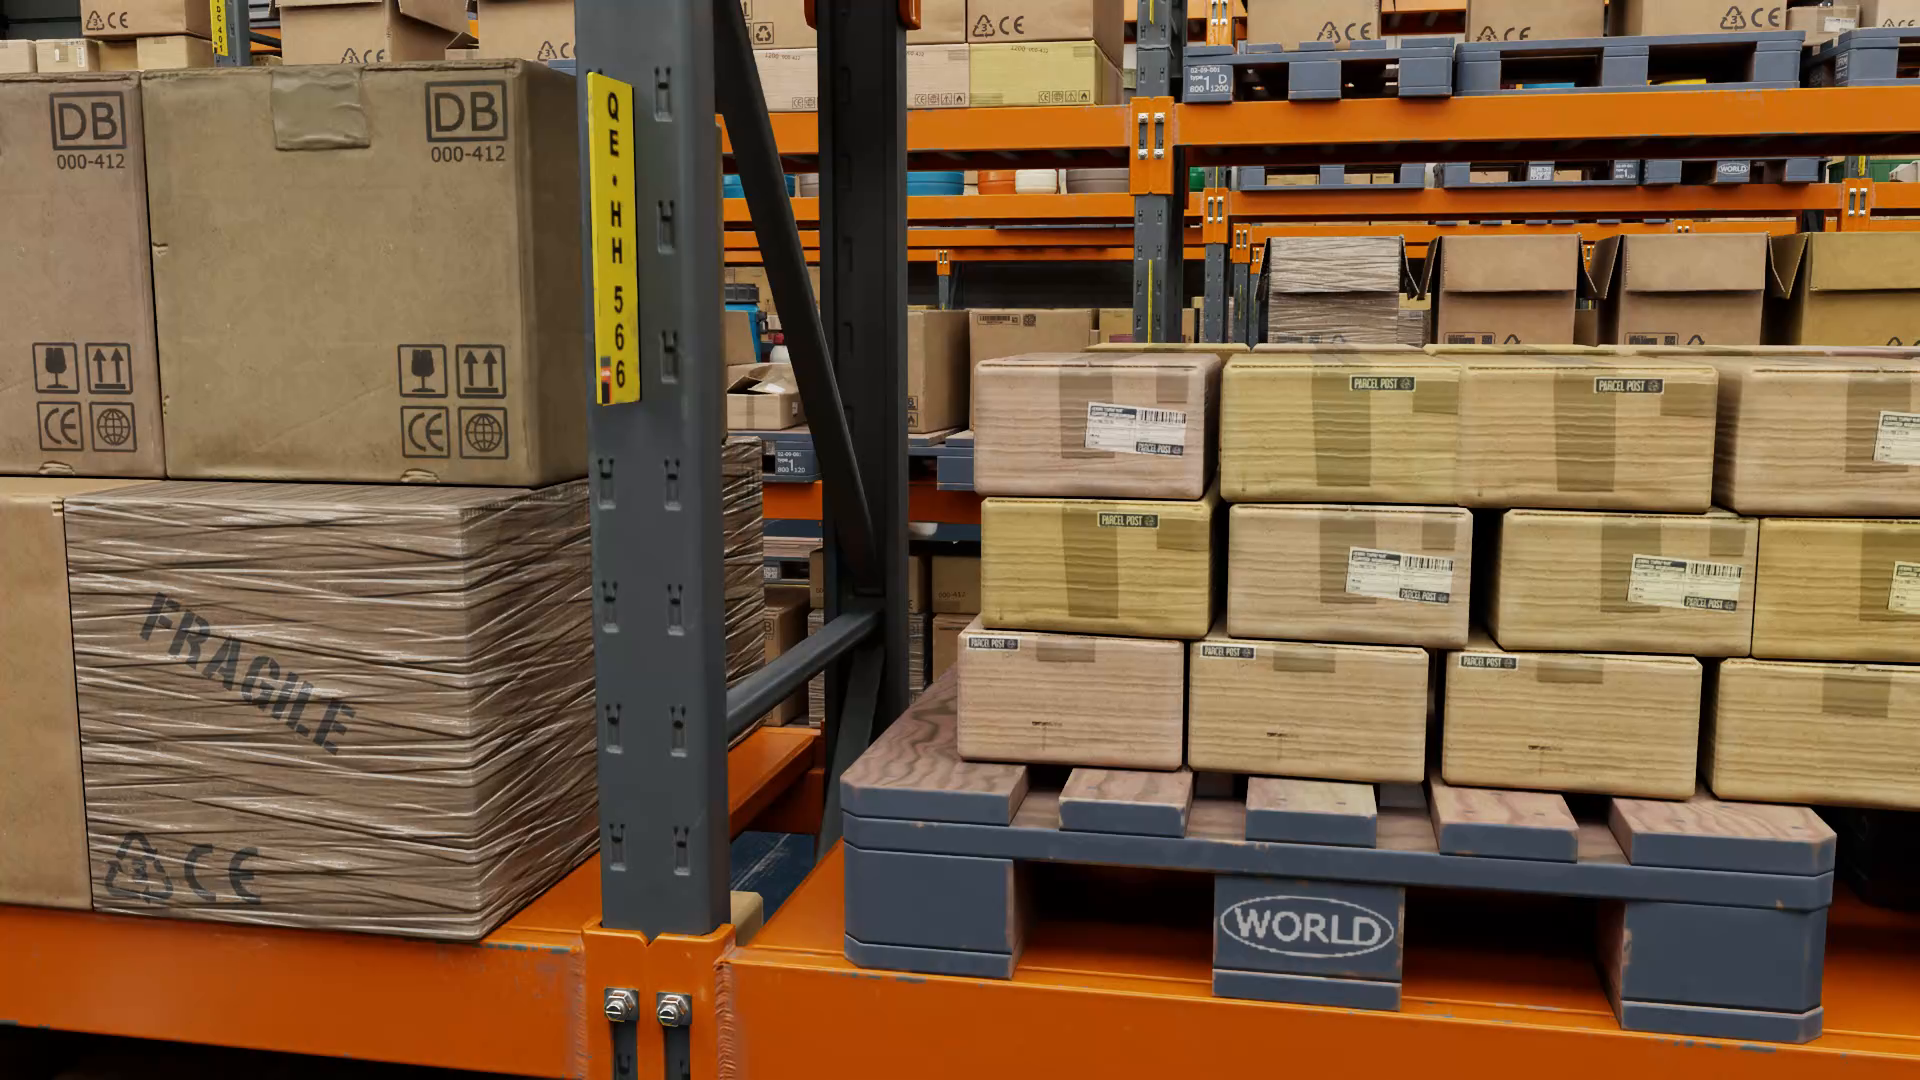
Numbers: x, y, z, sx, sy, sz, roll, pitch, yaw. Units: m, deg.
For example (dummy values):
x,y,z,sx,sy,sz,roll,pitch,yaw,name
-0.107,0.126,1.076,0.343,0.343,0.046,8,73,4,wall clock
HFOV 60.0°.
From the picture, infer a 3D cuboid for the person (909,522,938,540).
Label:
x,y,z,sx,sy,sz,roll,pitch,yaw,name
-0.331,-0.072,8.763,0.454,1.761,0.611,1,8,9,person
